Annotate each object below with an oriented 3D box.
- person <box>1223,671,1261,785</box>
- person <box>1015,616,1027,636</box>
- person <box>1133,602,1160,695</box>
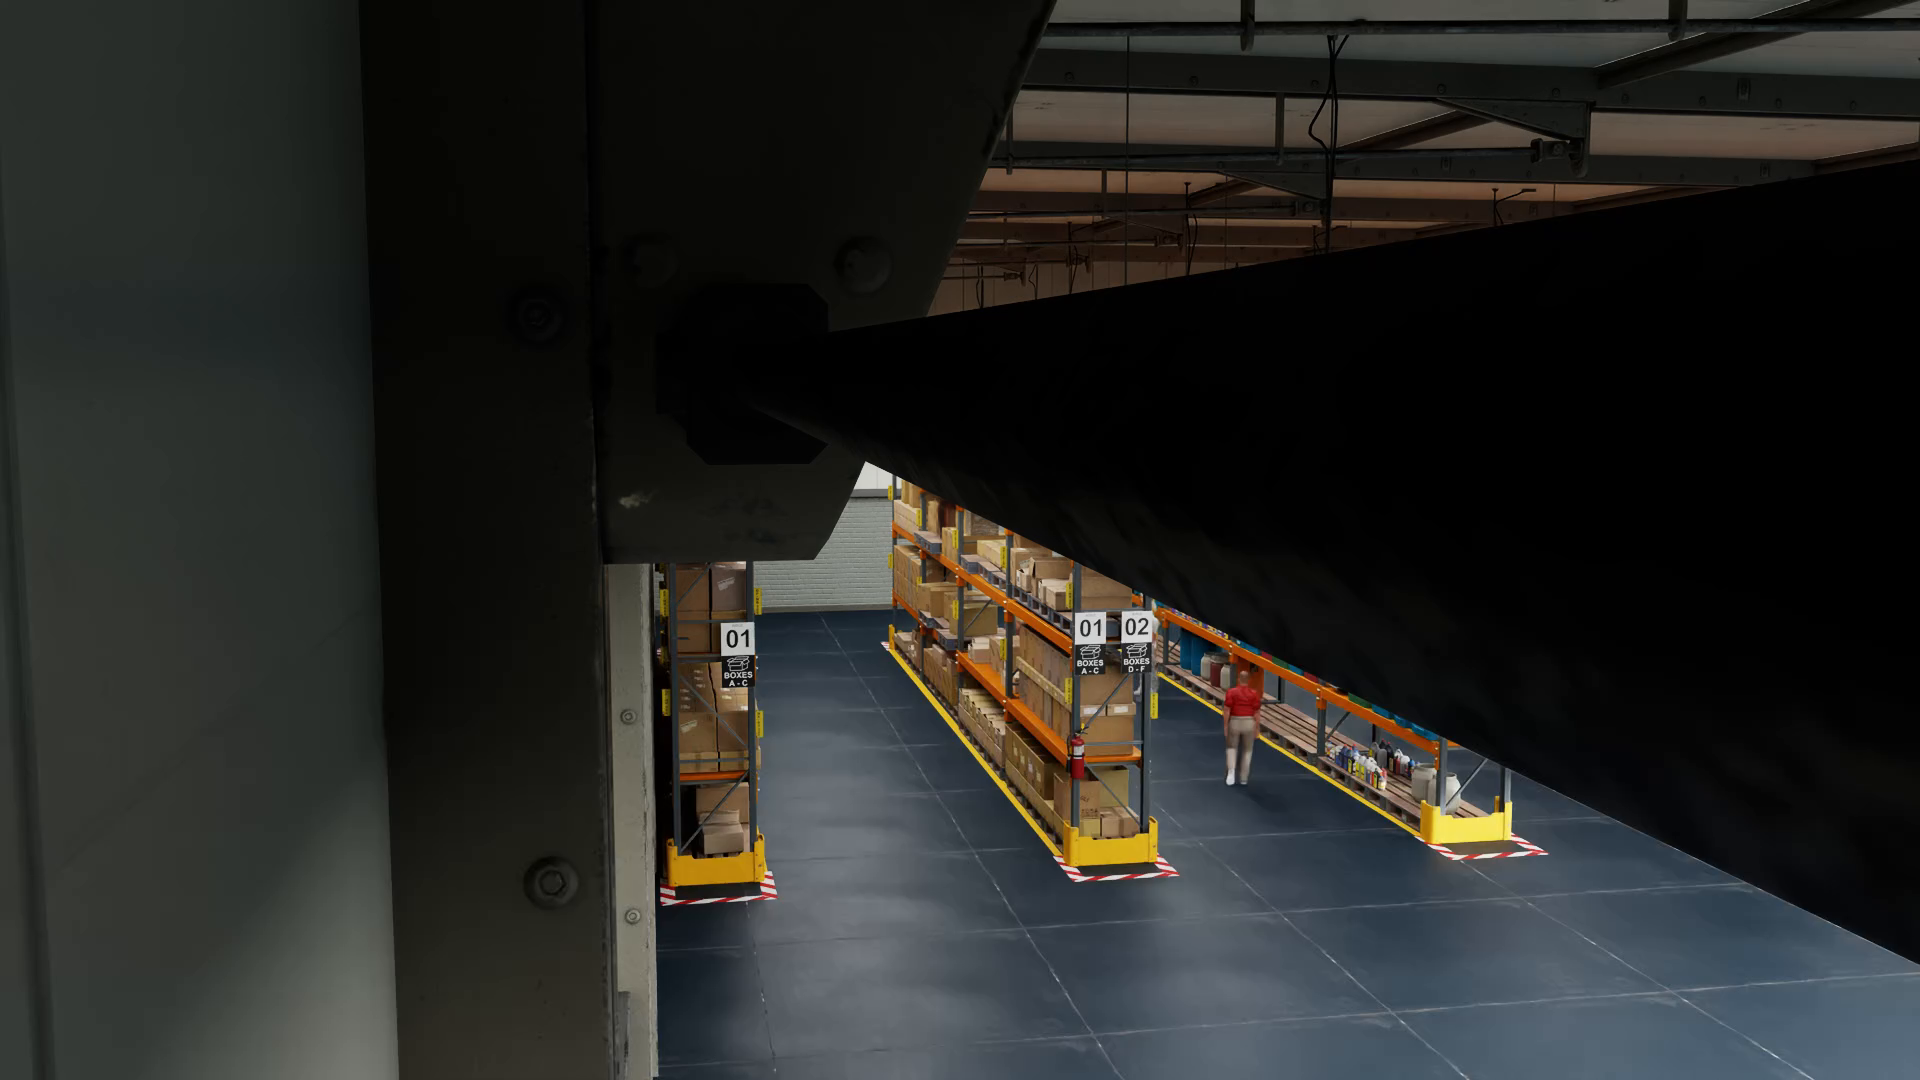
[{"bbox_3d":[4.187,2.797,24.694,0.541,1.714,0.609,2,7,20],"label":"person"},{"bbox_3d":[1.280,1.720,34.991,0.419,1.673,0.514,4,8,35],"label":"person"},{"bbox_3d":[3.471,2.047,31.052,0.444,1.806,0.570,-5,8,-40],"label":"person"}]
